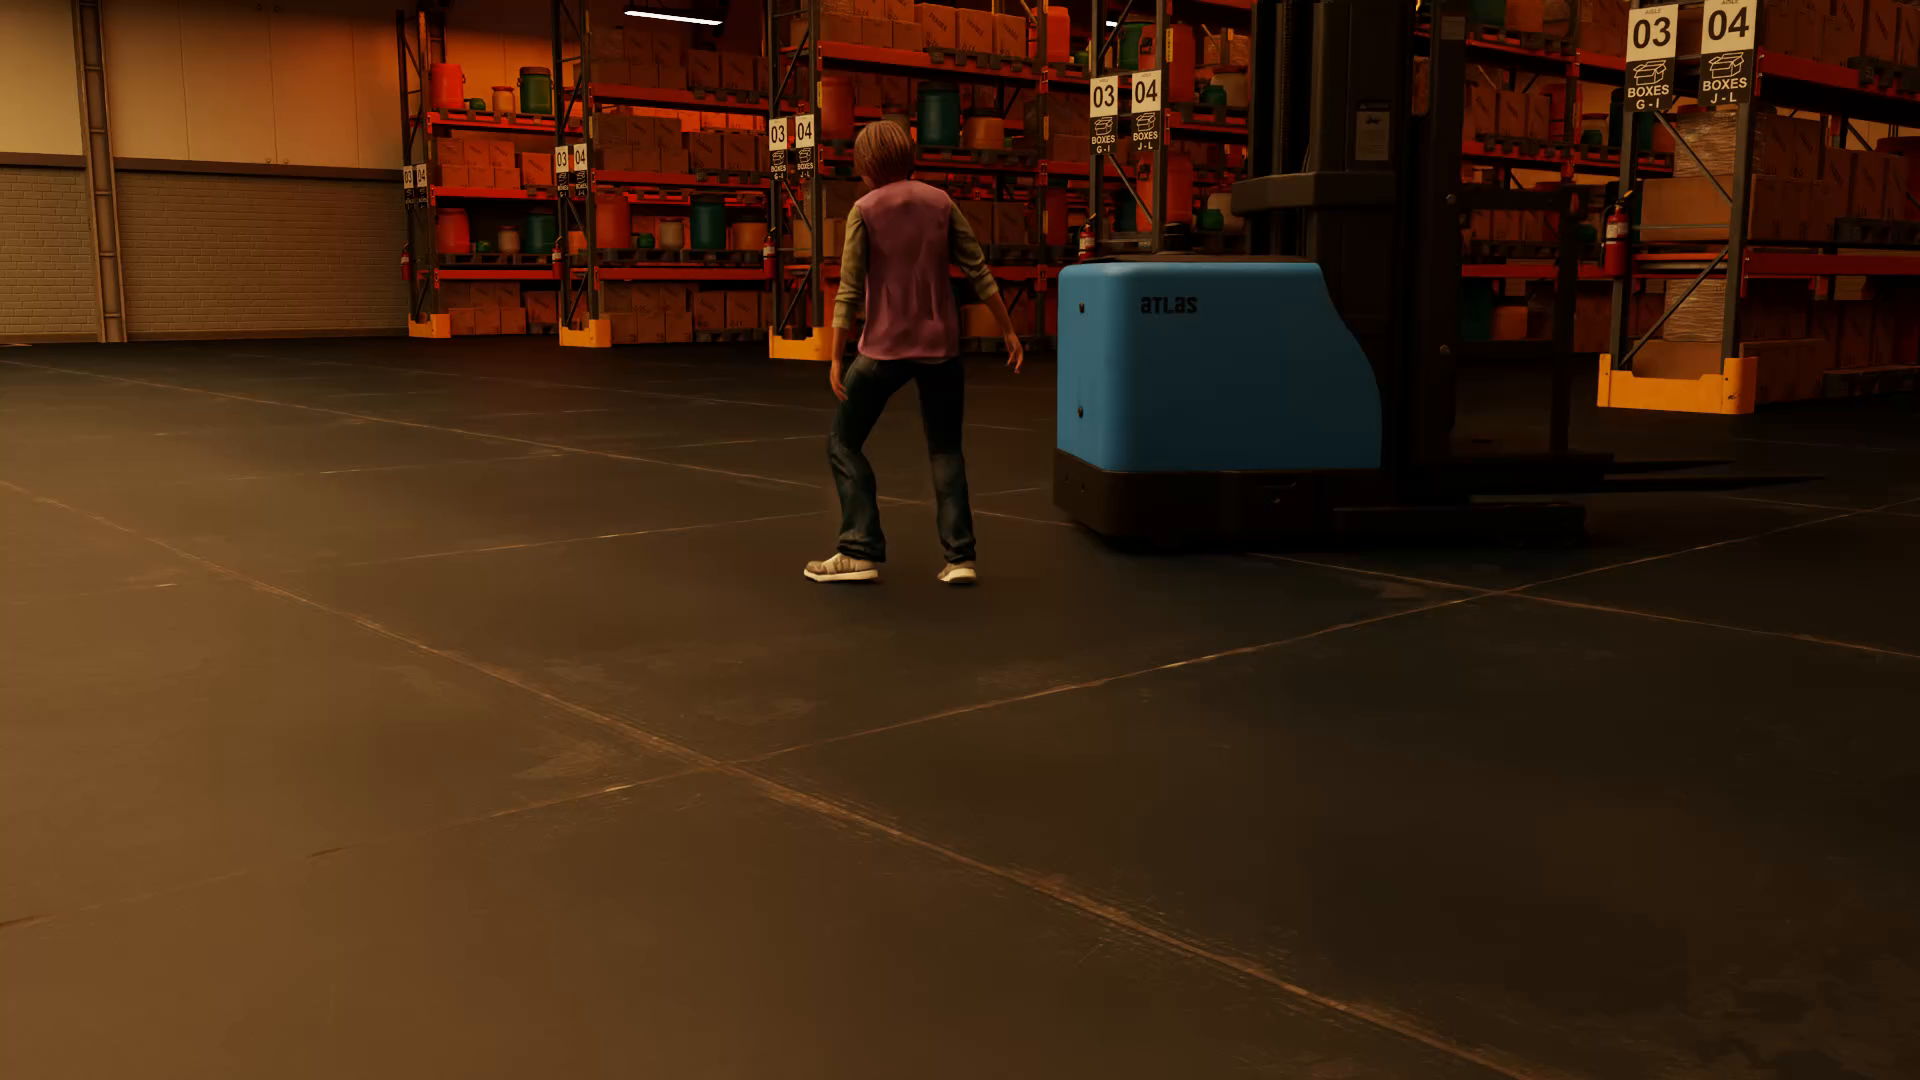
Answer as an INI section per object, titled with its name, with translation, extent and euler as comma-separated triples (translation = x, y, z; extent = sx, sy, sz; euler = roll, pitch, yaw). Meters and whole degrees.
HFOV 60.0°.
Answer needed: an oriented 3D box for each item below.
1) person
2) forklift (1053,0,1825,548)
[person]
translation = -0.151, -0.602, 5.583
extent = 0.745, 1.556, 0.420
euler = -2, 9, -14
[forklift]
translation = 1.956, -1.499, 6.643
extent = 3.031, 2.935, 1.130
euler = -1, 9, -8
